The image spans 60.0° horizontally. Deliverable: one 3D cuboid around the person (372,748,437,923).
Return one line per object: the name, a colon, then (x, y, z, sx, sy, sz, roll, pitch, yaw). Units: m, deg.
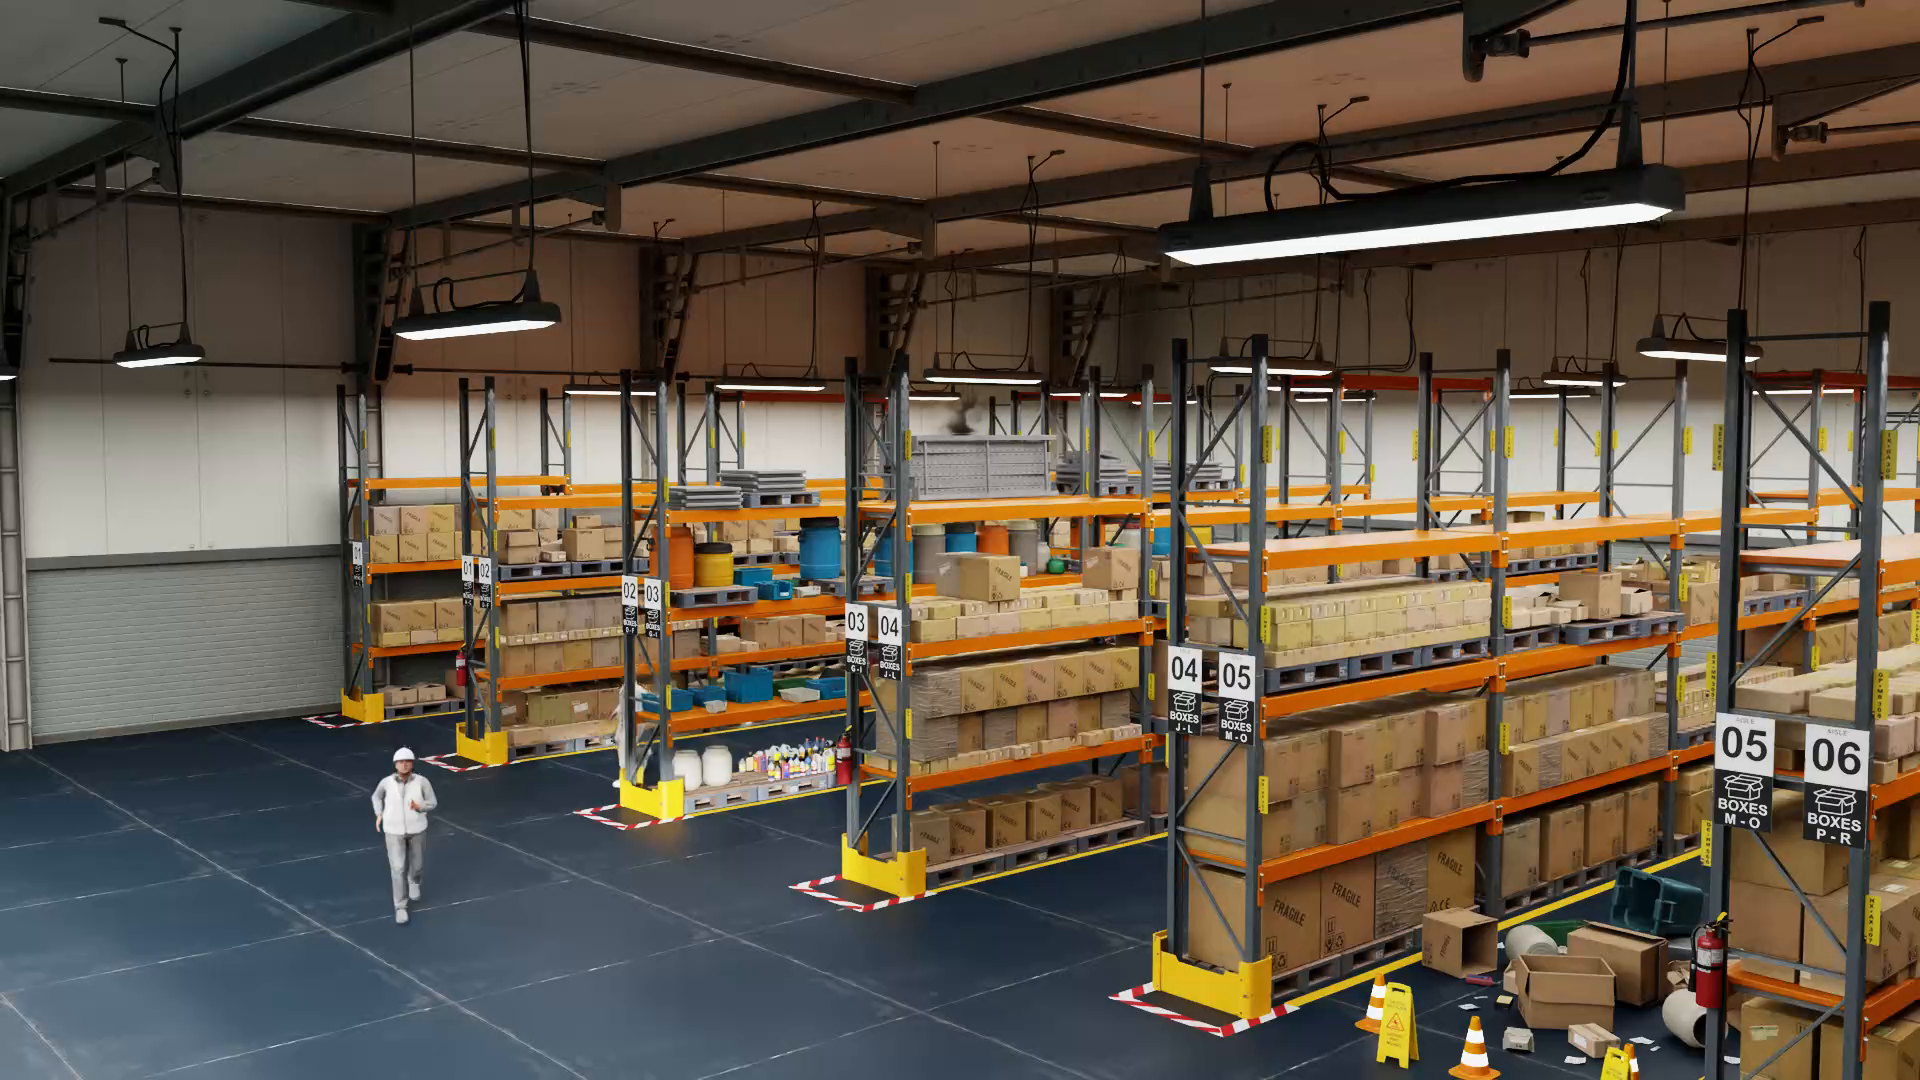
person: (-5.910, 3.092, 17.720, 0.656, 1.758, 0.969, -1, 4, -21)

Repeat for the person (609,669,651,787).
person: (-4.731, 2.716, 24.313, 0.736, 1.740, 0.728, 4, 5, 45)
